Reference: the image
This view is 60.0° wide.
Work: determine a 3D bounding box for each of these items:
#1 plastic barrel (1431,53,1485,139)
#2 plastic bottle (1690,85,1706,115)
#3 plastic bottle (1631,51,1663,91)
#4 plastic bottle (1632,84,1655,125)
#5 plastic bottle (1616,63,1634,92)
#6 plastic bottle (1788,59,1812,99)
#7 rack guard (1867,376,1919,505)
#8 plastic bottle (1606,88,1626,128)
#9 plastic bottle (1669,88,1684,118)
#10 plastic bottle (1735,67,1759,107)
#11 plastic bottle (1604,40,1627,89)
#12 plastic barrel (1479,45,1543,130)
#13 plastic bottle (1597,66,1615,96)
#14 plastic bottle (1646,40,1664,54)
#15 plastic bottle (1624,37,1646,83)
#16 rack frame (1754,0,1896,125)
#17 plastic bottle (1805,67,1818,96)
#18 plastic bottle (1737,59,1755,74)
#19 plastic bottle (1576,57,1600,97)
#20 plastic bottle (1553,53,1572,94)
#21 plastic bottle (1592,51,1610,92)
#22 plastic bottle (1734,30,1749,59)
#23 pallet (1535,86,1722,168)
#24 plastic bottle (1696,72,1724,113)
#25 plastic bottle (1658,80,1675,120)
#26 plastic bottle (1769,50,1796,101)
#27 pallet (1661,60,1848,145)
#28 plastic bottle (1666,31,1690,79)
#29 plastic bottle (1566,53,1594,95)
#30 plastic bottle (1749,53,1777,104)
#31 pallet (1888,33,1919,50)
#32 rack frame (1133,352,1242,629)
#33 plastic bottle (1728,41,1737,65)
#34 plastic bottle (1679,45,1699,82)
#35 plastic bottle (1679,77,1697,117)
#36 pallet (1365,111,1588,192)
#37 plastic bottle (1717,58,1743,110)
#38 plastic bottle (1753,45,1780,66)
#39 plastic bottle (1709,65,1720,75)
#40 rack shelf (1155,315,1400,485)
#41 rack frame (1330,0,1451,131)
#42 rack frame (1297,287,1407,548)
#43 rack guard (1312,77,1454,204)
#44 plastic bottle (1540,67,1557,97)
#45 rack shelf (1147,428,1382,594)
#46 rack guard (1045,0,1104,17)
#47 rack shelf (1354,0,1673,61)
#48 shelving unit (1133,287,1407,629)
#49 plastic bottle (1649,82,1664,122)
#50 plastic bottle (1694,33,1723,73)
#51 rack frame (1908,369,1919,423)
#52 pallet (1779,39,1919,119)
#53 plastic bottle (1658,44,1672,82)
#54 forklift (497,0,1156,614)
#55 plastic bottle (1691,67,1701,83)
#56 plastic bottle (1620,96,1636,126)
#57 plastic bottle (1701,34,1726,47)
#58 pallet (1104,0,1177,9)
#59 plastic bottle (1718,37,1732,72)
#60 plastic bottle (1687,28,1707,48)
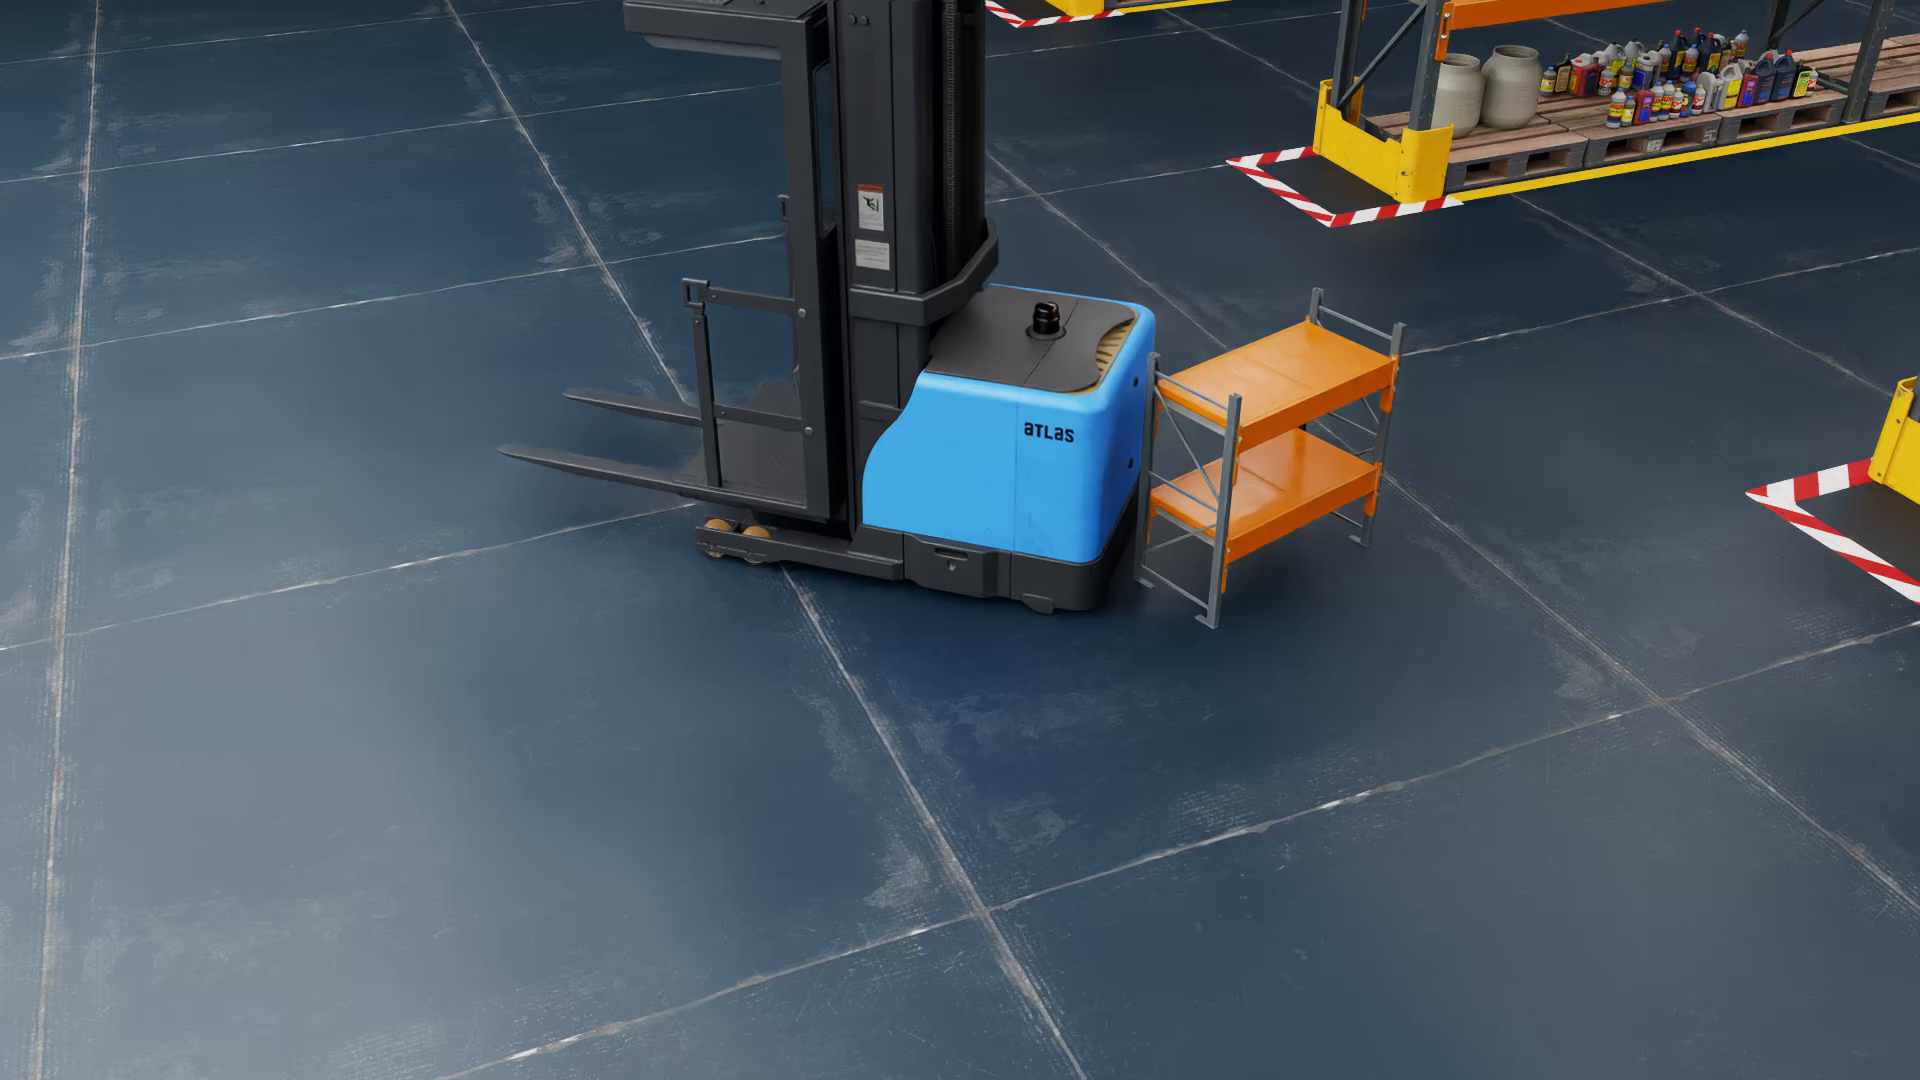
[{"bbox_3d":[3.456,-3.122,11.693,0.421,0.512,0.421,0,33,0],"label":"plastic barrel"},{"bbox_3d":[5.360,-3.206,12.090,0.097,0.201,0.097,0,33,0],"label":"plastic bottle"},{"bbox_3d":[5.176,-3.538,12.531,0.135,0.276,0.152,-13,35,-19],"label":"plastic bottle"},{"bbox_3d":[4.887,-3.121,11.884,0.133,0.283,0.061,-12,35,-18],"label":"plastic bottle"},{"bbox_3d":[5.012,-3.485,12.518,0.097,0.201,0.097,0,33,0],"label":"plastic bottle"},{"bbox_3d":[6.251,-3.434,12.364,0.133,0.283,0.061,-11,35,-17],"label":"plastic bottle"},{"bbox_3d":[4.866,-0.289,7.735,0.348,0.500,1.175,-13,35,-19],"label":"rack guard"},{"bbox_3d":[4.671,-3.078,11.828,0.097,0.271,0.097,0,33,0],"label":"plastic bottle"},{"bbox_3d":[5.171,-3.163,12.023,0.097,0.201,0.097,0,33,0],"label":"plastic bottle"},{"bbox_3d":[5.774,-3.325,12.196,0.133,0.283,0.061,-11,35,-16],"label":"plastic bottle"},{"bbox_3d":[4.924,-3.599,12.556,0.185,0.351,0.144,-11,35,-17],"label":"plastic bottle"},{"bbox_3d":[3.918,-3.227,11.856,0.421,0.512,0.421,0,33,0],"label":"plastic barrel"},{"bbox_3d":[4.839,-3.441,12.450,0.097,0.201,0.097,0,33,0],"label":"plastic bottle"},{"bbox_3d":[5.320,-3.686,12.752,0.133,0.283,0.061,-11,35,-17],"label":"plastic bottle"},{"bbox_3d":[5.096,-3.638,12.617,0.185,0.351,0.144,-13,35,-19],"label":"plastic bottle"},{"bbox_3d":[6.567,-4.655,12.155,0.127,3.000,1.000,-13,35,-19],"label":"rack frame"},{"bbox_3d":[6.353,-3.434,12.439,0.097,0.201,0.097,0,33,0],"label":"plastic bottle"},{"bbox_3d":[5.827,-3.446,12.390,0.135,0.276,0.152,-13,35,-19],"label":"plastic bottle"},{"bbox_3d":[4.687,-3.451,12.391,0.133,0.283,0.061,-13,35,-19],"label":"plastic bottle"},{"bbox_3d":[4.503,-3.499,12.464,0.133,0.283,0.061,-12,35,-18],"label":"plastic bottle"},{"bbox_3d":[4.773,-3.531,12.520,0.135,0.276,0.152,-14,36,-20],"label":"plastic bottle"},{"bbox_3d":[6.103,-3.849,13.014,0.097,0.271,0.097,0,33,0],"label":"plastic bottle"},{"bbox_3d":[4.805,-3.106,12.330,1.213,0.211,1.003,-13,35,-19],"label":"pallet"},{"bbox_3d":[5.458,-3.276,12.129,0.135,0.276,0.152,-12,35,-18],"label":"plastic bottle"},{"bbox_3d":[5.079,-3.171,11.972,0.097,0.271,0.097,0,33,0],"label":"plastic bottle"},{"bbox_3d":[6.085,-3.449,12.325,0.185,0.351,0.144,-14,36,-20],"label":"plastic bottle"},{"bbox_3d":[5.931,-3.366,12.729,1.213,0.211,1.003,-13,35,-19],"label":"pallet"},{"bbox_3d":[5.488,-3.728,12.755,0.185,0.351,0.144,-14,36,-21],"label":"plastic bottle"},{"bbox_3d":[4.645,-3.501,12.475,0.135,0.276,0.152,-13,35,-19],"label":"plastic bottle"},{"bbox_3d":[5.908,-3.408,12.263,0.185,0.351,0.144,-15,36,-21],"label":"plastic bottle"},{"bbox_3d":[8.402,-3.932,13.599,1.213,0.211,1.003,-13,35,-19],"label":"pallet"},{"bbox_3d":[0.946,-0.198,7.023,0.032,1.125,0.500,-24,40,-32],"label":"rack frame"},{"bbox_3d":[6.010,-3.799,13.000,0.097,0.201,0.097,0,33,0],"label":"plastic bottle"},{"bbox_3d":[5.575,-3.643,12.697,0.097,0.271,0.097,0,33,0],"label":"plastic bottle"},{"bbox_3d":[5.266,-3.214,12.038,0.097,0.271,0.097,0,33,0],"label":"plastic bottle"},{"bbox_3d":[3.682,-2.851,11.938,1.213,0.211,1.003,-13,35,-19],"label":"pallet"},{"bbox_3d":[5.610,-3.340,12.158,0.185,0.351,0.144,-13,35,-19],"label":"plastic bottle"},{"bbox_3d":[6.029,-3.521,12.437,0.185,0.351,0.144,-13,35,-19],"label":"plastic bottle"},{"bbox_3d":[5.546,-3.358,12.247,0.133,0.283,0.061,-13,35,-19],"label":"plastic bottle"},{"bbox_3d":[1.342,-0.617,7.130,1.000,0.278,0.538,-24,40,-32],"label":"rack shelf"},{"bbox_3d":[2.879,-3.811,10.857,0.127,3.000,1.000,-13,35,-19],"label":"rack frame"},{"bbox_3d":[1.738,-0.546,7.557,0.032,1.125,0.500,-24,40,-32],"label":"rack frame"},{"bbox_3d":[2.931,-2.803,11.599,0.348,0.500,1.175,-13,35,-19],"label":"rack guard"},{"bbox_3d":[4.402,-3.431,12.435,0.097,0.201,0.097,0,33,0],"label":"plastic bottle"},{"bbox_3d":[1.342,-0.167,7.423,1.000,0.278,0.538,-24,40,-32],"label":"rack shelf"},{"bbox_3d":[0.942,-5.250,15.360,0.348,0.500,1.175,-13,35,-19],"label":"rack guard"},{"bbox_3d":[4.723,-3.932,11.702,4.000,0.370,1.077,-13,35,-19],"label":"rack shelf"},{"bbox_3d":[1.342,-0.372,7.290,1.048,1.125,0.538,-24,40,-32],"label":"shelving unit"},{"bbox_3d":[4.987,-3.150,11.939,0.097,0.271,0.097,0,33,0],"label":"plastic bottle"},{"bbox_3d":[5.718,-3.695,12.704,0.185,0.351,0.144,-13,35,-19],"label":"plastic bottle"},{"bbox_3d":[4.796,-1.320,7.029,0.127,3.000,1.000,-13,35,-19],"label":"rack frame"},{"bbox_3d":[7.276,-3.672,13.200,1.213,0.211,1.003,-13,35,-19],"label":"pallet"},{"bbox_3d":[5.367,-3.645,12.700,0.097,0.271,0.097,0,33,0],"label":"plastic bottle"},{"bbox_3d":[-0.691,-1.382,7.187,3.031,2.935,1.130,10,34,16],"label":"forklift"},{"bbox_3d":[5.417,-3.333,12.209,0.133,0.283,0.061,-13,35,-19],"label":"plastic bottle"},{"bbox_3d":[4.766,-3.070,11.881,0.097,0.201,0.097,0,33,0],"label":"plastic bottle"},{"bbox_3d":[5.816,-3.769,12.887,0.135,0.276,0.152,-12,35,-17],"label":"plastic bottle"},{"bbox_3d":[1.653,-5.316,15.727,1.213,0.211,1.003,-13,35,-19],"label":"pallet"},{"bbox_3d":[5.858,-3.719,12.803,0.133,0.283,0.061,-13,35,-19],"label":"plastic bottle"},{"bbox_3d":[5.662,-3.768,12.816,0.185,0.351,0.144,-12,35,-18],"label":"plastic bottle"}]
